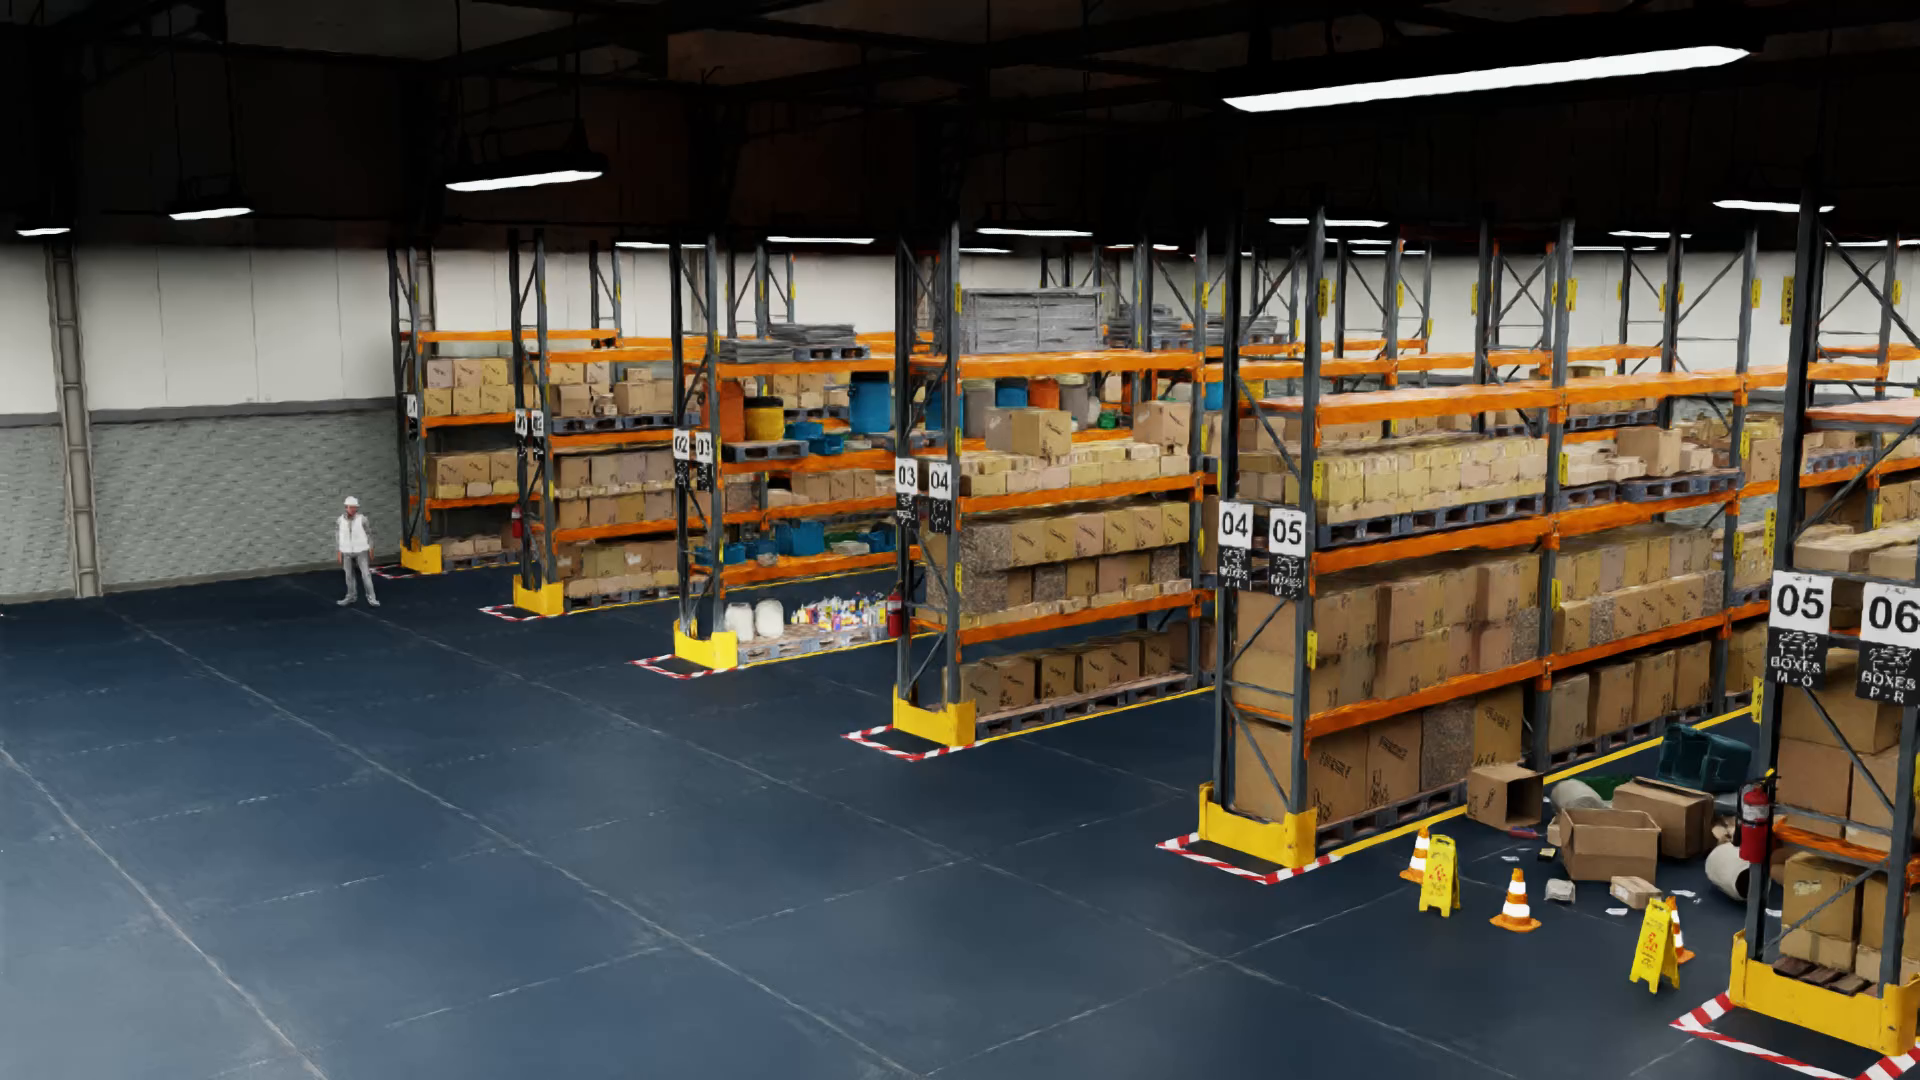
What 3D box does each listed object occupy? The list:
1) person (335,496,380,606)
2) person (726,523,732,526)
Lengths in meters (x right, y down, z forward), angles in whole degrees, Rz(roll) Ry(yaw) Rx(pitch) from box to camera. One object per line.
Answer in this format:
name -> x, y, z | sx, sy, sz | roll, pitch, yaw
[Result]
person -> -9.712, 0.172, 26.783 | 0.719, 1.766, 0.528 | -1, 9, -8
person -> -4.530, -0.795, 33.102 | 0.447, 1.772, 0.600 | 4, 9, 22
